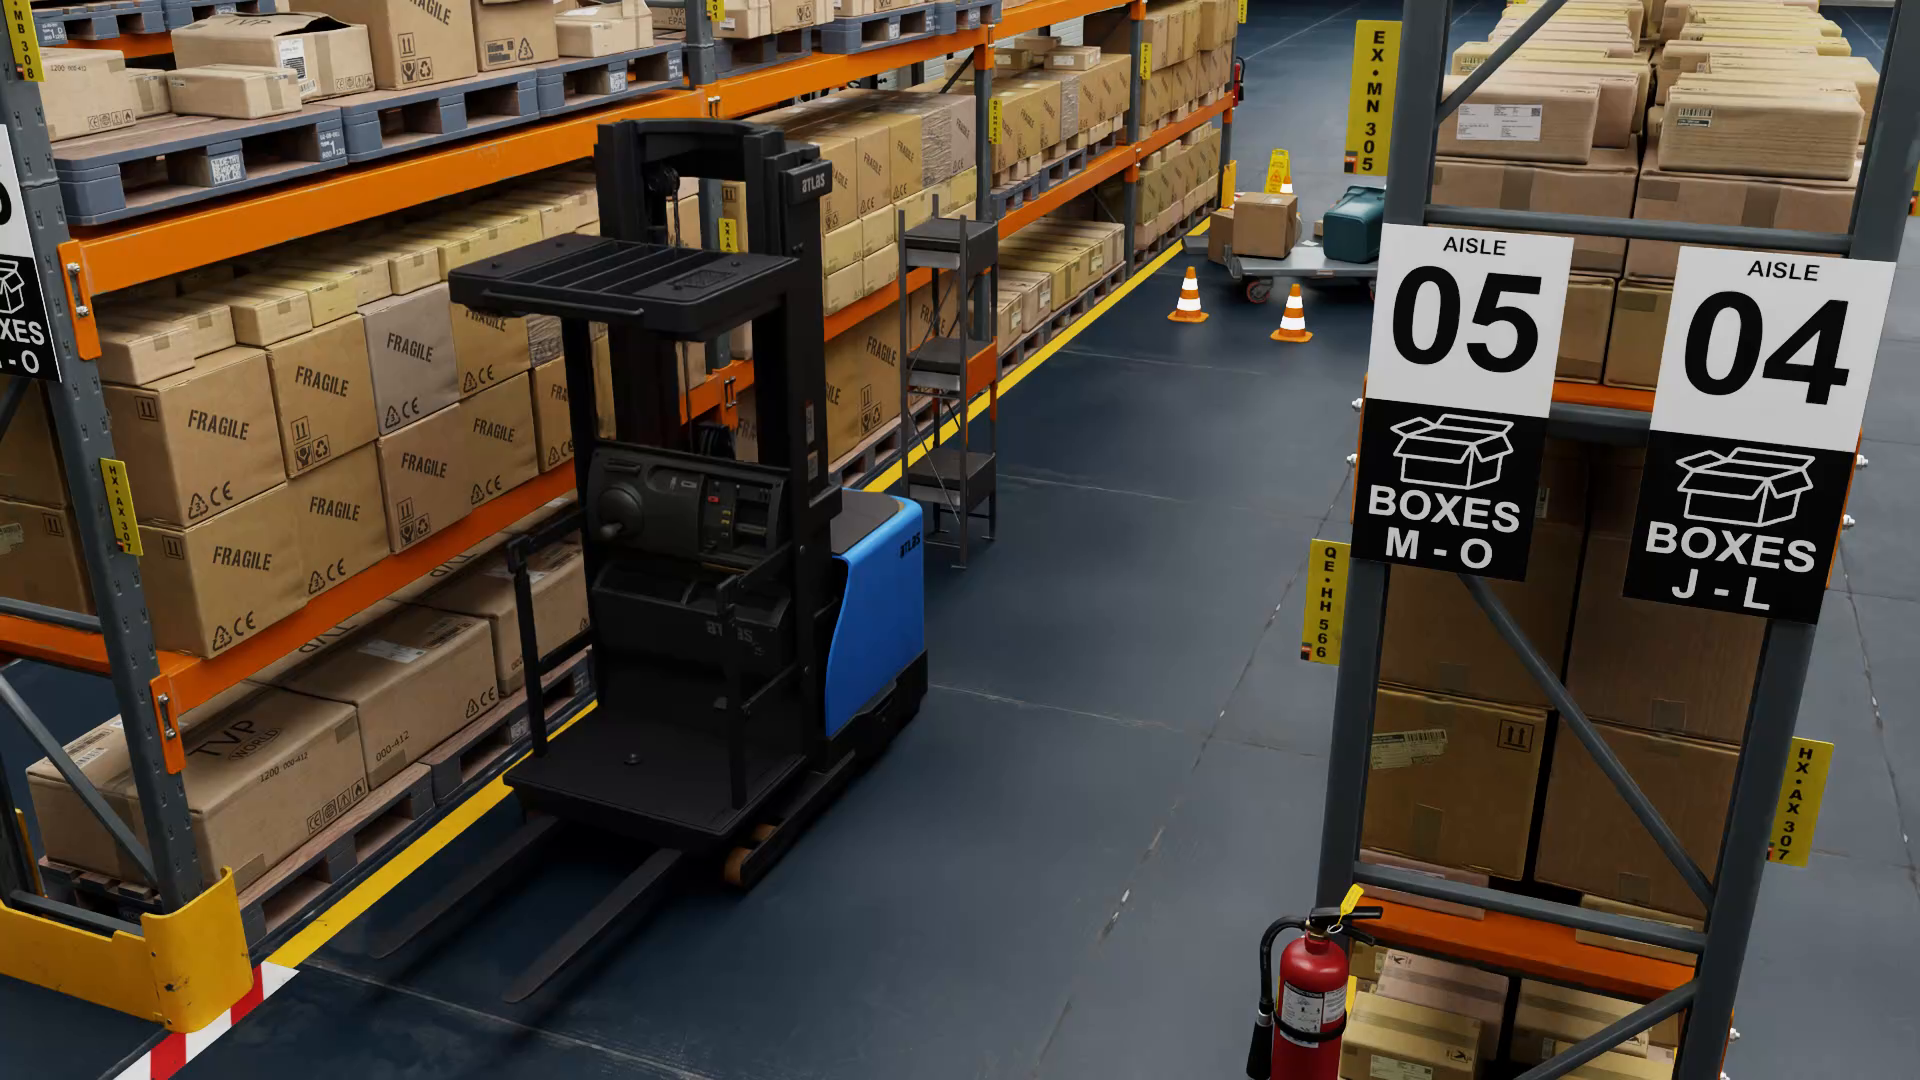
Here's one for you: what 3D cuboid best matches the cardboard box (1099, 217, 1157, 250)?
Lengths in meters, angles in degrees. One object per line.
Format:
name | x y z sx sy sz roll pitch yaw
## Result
cardboard box | 1.699 -3.143 16.905 0.500 0.250 0.500 8 24 18

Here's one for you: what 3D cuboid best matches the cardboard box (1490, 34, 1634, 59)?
cardboard box | 1.681 -1.327 4.673 0.380 0.149 0.250 8 24 19

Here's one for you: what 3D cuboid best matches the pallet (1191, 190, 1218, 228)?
pallet | 2.352 -3.877 19.258 1.003 0.211 1.213 9 24 20

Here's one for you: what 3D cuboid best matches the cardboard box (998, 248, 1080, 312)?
cardboard box | 0.516 -2.332 14.805 0.950 0.372 0.625 10 25 22

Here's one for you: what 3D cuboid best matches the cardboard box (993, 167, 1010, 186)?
cardboard box | 0.173 -2.878 13.029 0.380 0.149 0.250 7 24 17

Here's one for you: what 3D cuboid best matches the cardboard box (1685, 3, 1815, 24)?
cardboard box | 2.649 -1.714 5.599 0.380 0.149 0.250 8 24 18

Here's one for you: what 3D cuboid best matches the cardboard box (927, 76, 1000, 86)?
cardboard box | 0.023 -3.561 13.823 0.500 0.500 0.500 7 24 16

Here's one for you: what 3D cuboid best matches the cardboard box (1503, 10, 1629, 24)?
cardboard box | 1.940 -1.611 5.352 0.380 0.149 0.250 8 24 18

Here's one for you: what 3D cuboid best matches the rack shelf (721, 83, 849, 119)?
rack shelf | -2.638 -5.138 19.593 1.077 0.370 4.000 9 24 20

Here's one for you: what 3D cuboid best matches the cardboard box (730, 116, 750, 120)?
cardboard box | -2.824 -4.888 19.787 0.500 0.250 0.500 8 24 19

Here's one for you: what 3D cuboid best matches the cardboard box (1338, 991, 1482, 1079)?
cardboard box | 1.367 1.543 5.046 0.380 0.149 0.250 9 24 21

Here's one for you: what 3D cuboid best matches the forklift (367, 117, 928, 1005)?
forklift | -1.232 -0.113 6.719 1.130 2.935 3.031 10 25 22

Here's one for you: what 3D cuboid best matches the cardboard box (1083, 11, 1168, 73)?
cardboard box | 1.594 -4.816 16.076 0.700 0.500 0.500 9 24 20

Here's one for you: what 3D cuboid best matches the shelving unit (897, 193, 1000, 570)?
shelving unit | -0.062 -0.910 9.703 0.431 2.100 0.503 9 24 20

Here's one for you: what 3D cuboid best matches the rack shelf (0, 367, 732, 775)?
rack shelf | -2.485 -0.135 7.614 1.077 0.370 4.000 9 24 20

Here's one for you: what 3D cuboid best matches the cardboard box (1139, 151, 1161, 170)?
cardboard box | 1.801 -3.824 16.722 0.380 0.149 0.250 9 24 21

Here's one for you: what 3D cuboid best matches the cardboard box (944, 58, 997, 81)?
cardboard box | 0.089 -3.916 13.832 0.380 0.149 0.250 8 24 18

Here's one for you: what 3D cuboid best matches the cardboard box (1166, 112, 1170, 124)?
cardboard box | 1.954 -4.377 17.162 0.380 0.149 0.250 9 24 20

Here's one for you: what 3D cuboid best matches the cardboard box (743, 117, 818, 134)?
cardboard box | -1.239 -2.438 10.768 0.500 0.500 0.500 9 24 21

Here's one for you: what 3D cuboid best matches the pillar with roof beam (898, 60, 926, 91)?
pillar with roof beam | 3.236 -10.365 23.389 9.100 9.000 0.400 9 24 20

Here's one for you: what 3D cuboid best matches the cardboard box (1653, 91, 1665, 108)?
cardboard box | 2.201 -1.110 4.670 0.500 0.250 0.500 9 24 21

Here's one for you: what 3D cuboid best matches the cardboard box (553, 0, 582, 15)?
cardboard box | -2.156 -2.672 8.059 0.500 0.500 0.500 9 24 21

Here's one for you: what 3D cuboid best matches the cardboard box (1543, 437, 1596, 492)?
cardboard box | 1.533 -0.104 4.794 0.500 0.500 0.500 8 24 18

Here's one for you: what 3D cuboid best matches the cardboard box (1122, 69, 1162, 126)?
cardboard box | 1.652 -4.346 16.248 0.500 0.500 0.500 9 24 20

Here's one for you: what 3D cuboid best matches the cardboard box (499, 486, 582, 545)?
cardboard box | -2.075 0.015 9.101 0.875 0.438 0.875 8 24 19

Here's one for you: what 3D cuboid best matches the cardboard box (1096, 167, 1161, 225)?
cardboard box | 1.699 -3.489 16.760 0.500 0.500 0.500 10 25 23

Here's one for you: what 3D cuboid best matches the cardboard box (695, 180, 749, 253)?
cardboard box | -1.312 -1.806 9.256 0.500 0.500 0.500 9 24 21

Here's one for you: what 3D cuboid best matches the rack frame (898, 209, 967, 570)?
rack frame | -0.152 -0.822 9.494 0.400 2.100 0.015 9 24 20

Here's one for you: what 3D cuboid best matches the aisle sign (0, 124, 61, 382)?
aisle sign | -2.985 -0.883 5.100 0.394 0.787 0.004 9 24 20

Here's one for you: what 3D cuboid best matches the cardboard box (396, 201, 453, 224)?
cardboard box | -2.528 -1.449 7.559 0.380 0.149 0.250 9 24 20

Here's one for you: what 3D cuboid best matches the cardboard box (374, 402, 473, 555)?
cardboard box | -2.415 -0.292 6.928 0.500 0.500 0.500 9 24 20

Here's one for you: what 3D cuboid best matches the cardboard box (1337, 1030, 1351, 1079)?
cardboard box | 1.336 1.676 5.113 0.380 0.149 0.250 8 24 19

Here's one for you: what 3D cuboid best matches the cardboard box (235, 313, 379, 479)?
cardboard box | -2.600 -0.575 6.309 0.500 0.500 0.500 8 24 19

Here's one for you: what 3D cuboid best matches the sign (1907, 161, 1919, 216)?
sign | 1.909 -0.788 3.220 0.100 0.325 0.005 9 24 20

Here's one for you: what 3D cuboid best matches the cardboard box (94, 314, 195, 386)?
cardboard box | -2.839 -0.645 5.634 0.380 0.149 0.250 9 24 21

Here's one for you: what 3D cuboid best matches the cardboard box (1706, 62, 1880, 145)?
cardboard box | 2.017 -1.067 4.049 0.380 0.149 0.250 9 24 20

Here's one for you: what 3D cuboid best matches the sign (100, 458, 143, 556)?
sign | -2.715 -0.105 5.385 0.100 0.325 0.005 9 24 20

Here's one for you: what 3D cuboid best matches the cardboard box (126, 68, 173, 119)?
cardboard box | -3.063 -1.595 5.935 0.380 0.149 0.250 7 24 16

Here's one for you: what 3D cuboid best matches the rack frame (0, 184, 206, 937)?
rack frame | -3.228 0.249 5.762 1.000 3.000 0.127 9 24 20

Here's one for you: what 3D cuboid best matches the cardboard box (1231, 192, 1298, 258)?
cardboard box | 2.893 -2.997 15.794 0.500 0.500 0.500 9 24 20

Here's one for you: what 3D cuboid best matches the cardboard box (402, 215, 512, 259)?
cardboard box | -2.172 -1.295 7.190 0.380 0.149 0.250 9 24 20

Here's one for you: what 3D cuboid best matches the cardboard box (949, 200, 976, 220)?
cardboard box | -0.203 -2.327 12.123 0.500 0.250 0.500 8 24 18

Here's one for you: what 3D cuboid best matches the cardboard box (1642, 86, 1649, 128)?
cardboard box | 1.722 -1.191 4.865 0.500 0.250 0.500 9 24 21

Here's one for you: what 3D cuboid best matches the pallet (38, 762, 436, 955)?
pallet | -3.004 1.238 7.012 1.003 0.211 1.213 9 24 20

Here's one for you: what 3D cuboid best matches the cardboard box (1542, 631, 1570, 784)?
cardboard box | 2.004 0.422 4.833 0.500 0.500 0.500 9 24 20

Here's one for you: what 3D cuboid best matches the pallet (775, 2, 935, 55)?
pallet | -0.859 -3.272 10.545 1.003 0.211 1.213 10 25 22

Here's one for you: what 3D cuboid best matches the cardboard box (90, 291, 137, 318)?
cardboard box | -3.209 -0.809 6.027 0.380 0.149 0.250 9 24 21

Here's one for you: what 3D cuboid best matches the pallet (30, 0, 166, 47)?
pallet | -6.045 -3.412 10.880 1.213 0.211 1.003 9 24 20

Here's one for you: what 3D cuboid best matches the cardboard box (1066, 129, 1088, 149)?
cardboard box | 0.902 -3.536 14.606 0.380 0.149 0.250 9 24 20

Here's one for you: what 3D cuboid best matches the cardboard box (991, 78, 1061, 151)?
cardboard box | 0.504 -3.497 13.671 0.500 0.500 0.500 9 24 21

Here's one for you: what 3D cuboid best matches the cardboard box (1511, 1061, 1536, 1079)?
cardboard box | 1.918 1.796 5.212 0.380 0.149 0.250 9 24 20

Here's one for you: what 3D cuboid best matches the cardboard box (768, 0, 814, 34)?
cardboard box | -1.146 -3.080 9.166 0.500 0.500 0.500 8 24 19
